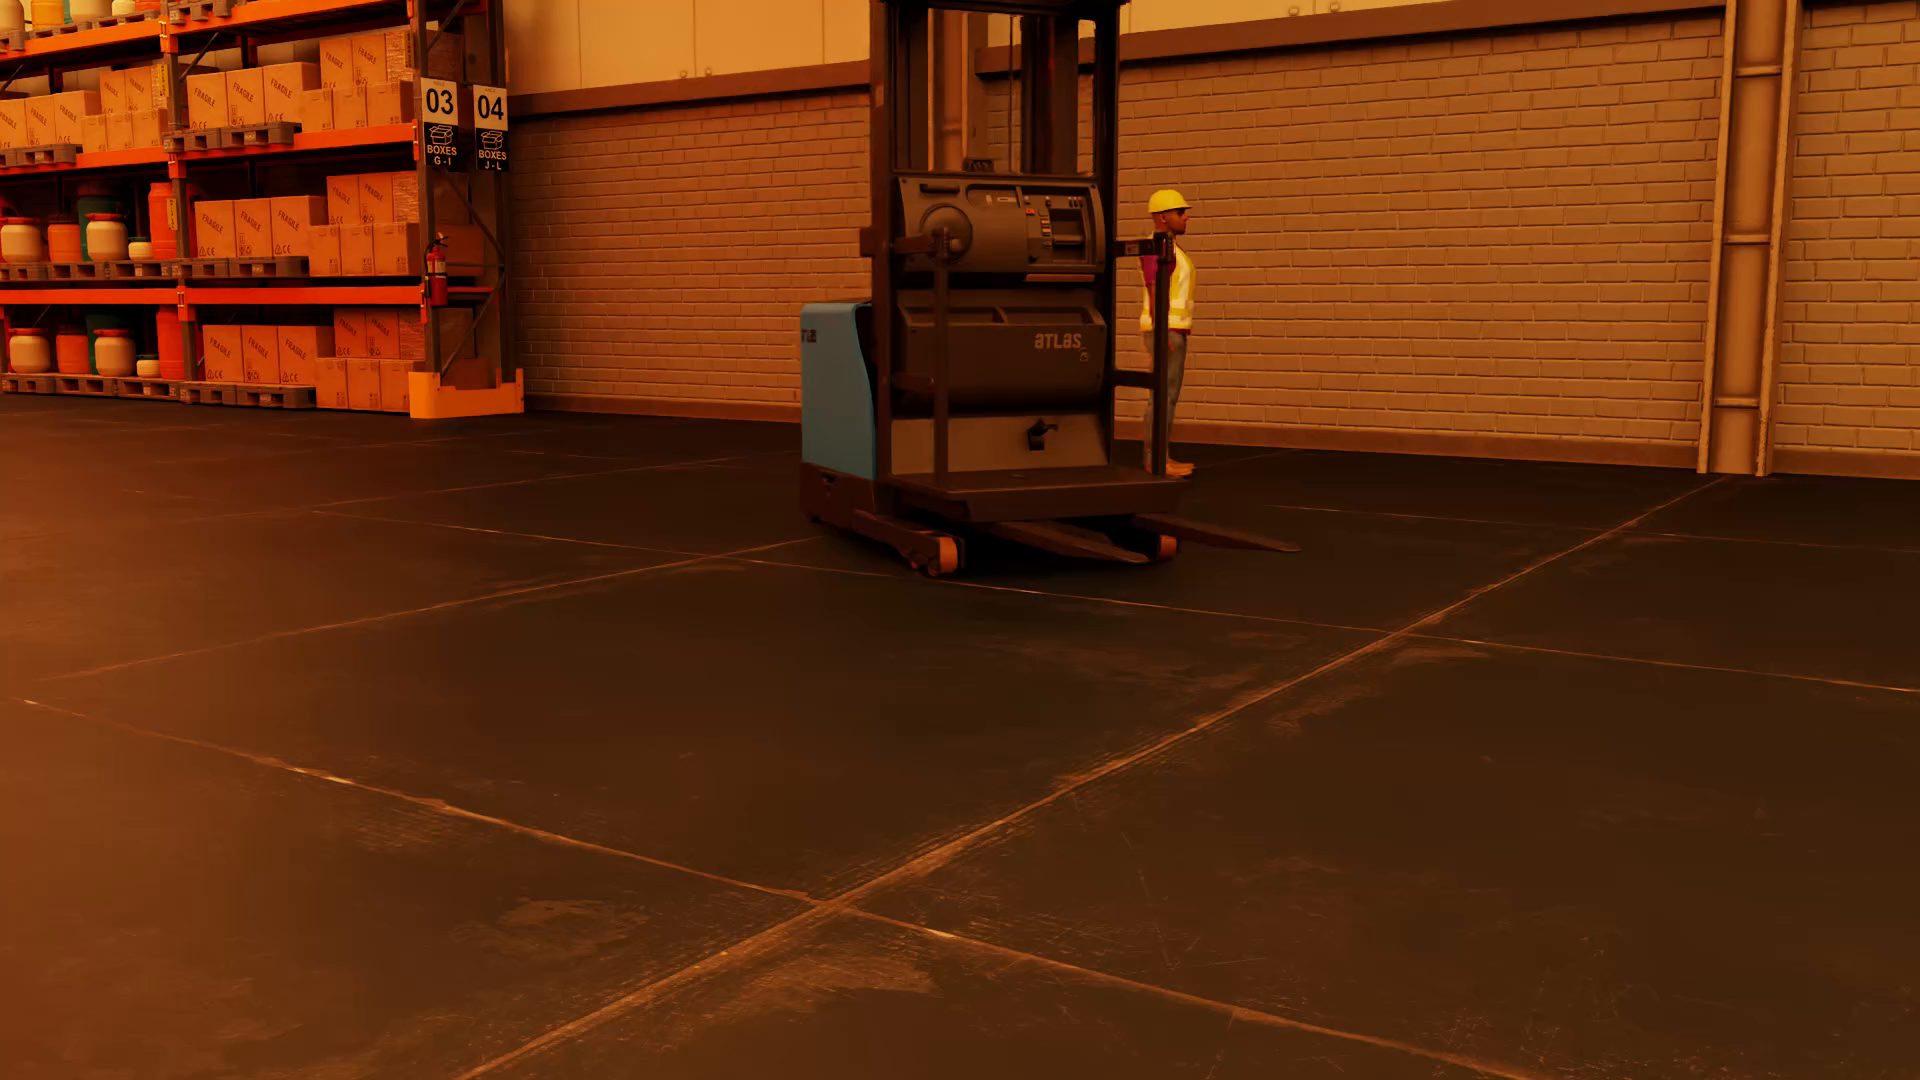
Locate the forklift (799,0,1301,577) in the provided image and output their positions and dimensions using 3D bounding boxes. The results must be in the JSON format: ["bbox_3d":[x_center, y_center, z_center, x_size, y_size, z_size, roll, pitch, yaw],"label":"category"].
[{"bbox_3d":[0.271,-1.371,6.837,1.130,2.935,3.031,-4,9,-24],"label":"forklift"}]

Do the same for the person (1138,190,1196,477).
[{"bbox_3d":[1.309,-1.292,10.415,0.371,1.771,0.576,2,8,14],"label":"person"}]
